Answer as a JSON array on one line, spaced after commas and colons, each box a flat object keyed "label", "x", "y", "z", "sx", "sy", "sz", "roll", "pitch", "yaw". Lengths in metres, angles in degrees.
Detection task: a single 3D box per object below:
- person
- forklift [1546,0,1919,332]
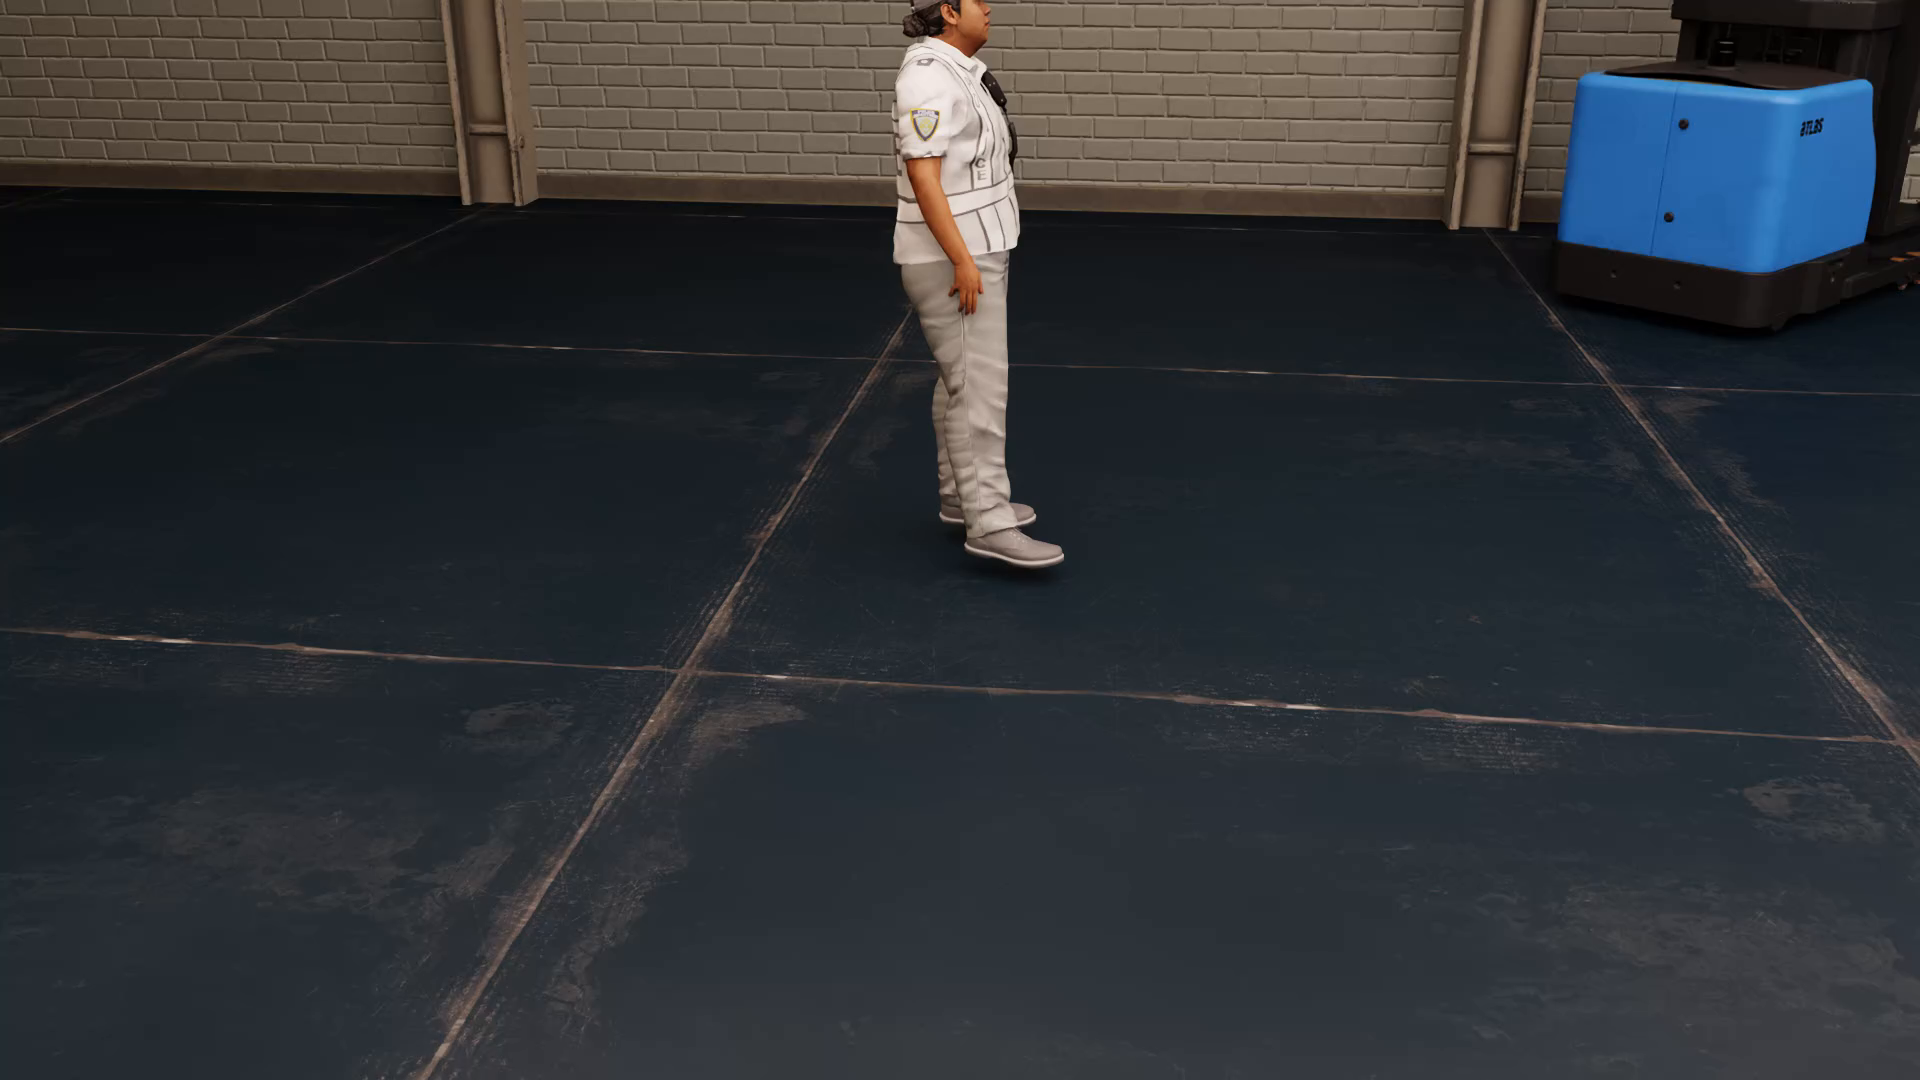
[{"label": "person", "x": 0.073, "y": -0.806, "z": 4.819, "sx": 0.528, "sy": 1.669, "sz": 0.599, "roll": 3, "pitch": 22, "yaw": 7}, {"label": "forklift", "x": 4.255, "y": -2.727, "z": 8.026, "sx": 3.031, "sy": 2.935, "sz": 1.130, "roll": -18, "pitch": 28, "yaw": -38}]
